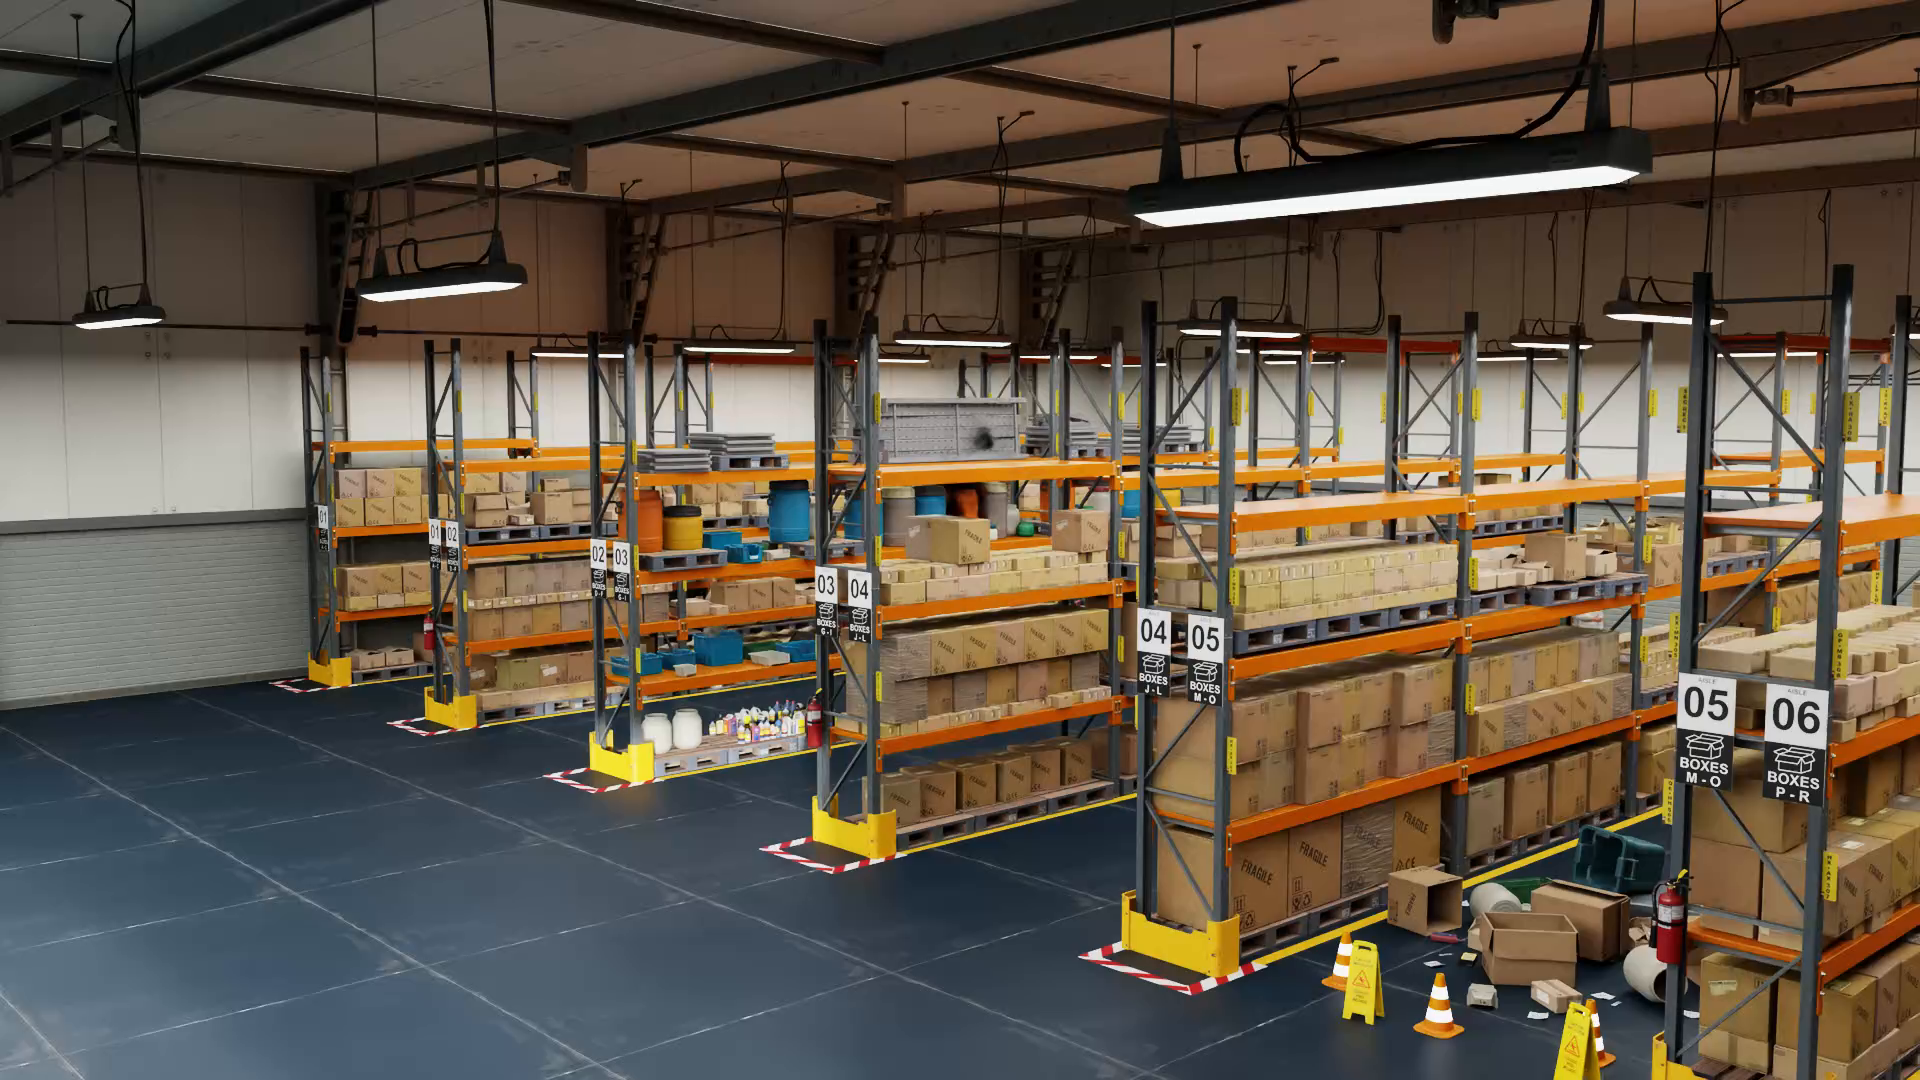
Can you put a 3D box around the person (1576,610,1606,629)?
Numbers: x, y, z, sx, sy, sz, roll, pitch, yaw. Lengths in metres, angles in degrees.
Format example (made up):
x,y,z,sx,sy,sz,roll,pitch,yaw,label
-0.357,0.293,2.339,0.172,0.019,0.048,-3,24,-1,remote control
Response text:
x,y,z,sx,sy,sz,roll,pitch,yaw,label
11.423,1.669,30.212,0.666,1.848,0.749,-1,5,-15,person

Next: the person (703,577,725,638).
x,y,z,sx,sy,sz,roll,pitch,yaw,label
-4.744,1.473,32.766,0.742,1.648,0.618,-5,7,-44,person
